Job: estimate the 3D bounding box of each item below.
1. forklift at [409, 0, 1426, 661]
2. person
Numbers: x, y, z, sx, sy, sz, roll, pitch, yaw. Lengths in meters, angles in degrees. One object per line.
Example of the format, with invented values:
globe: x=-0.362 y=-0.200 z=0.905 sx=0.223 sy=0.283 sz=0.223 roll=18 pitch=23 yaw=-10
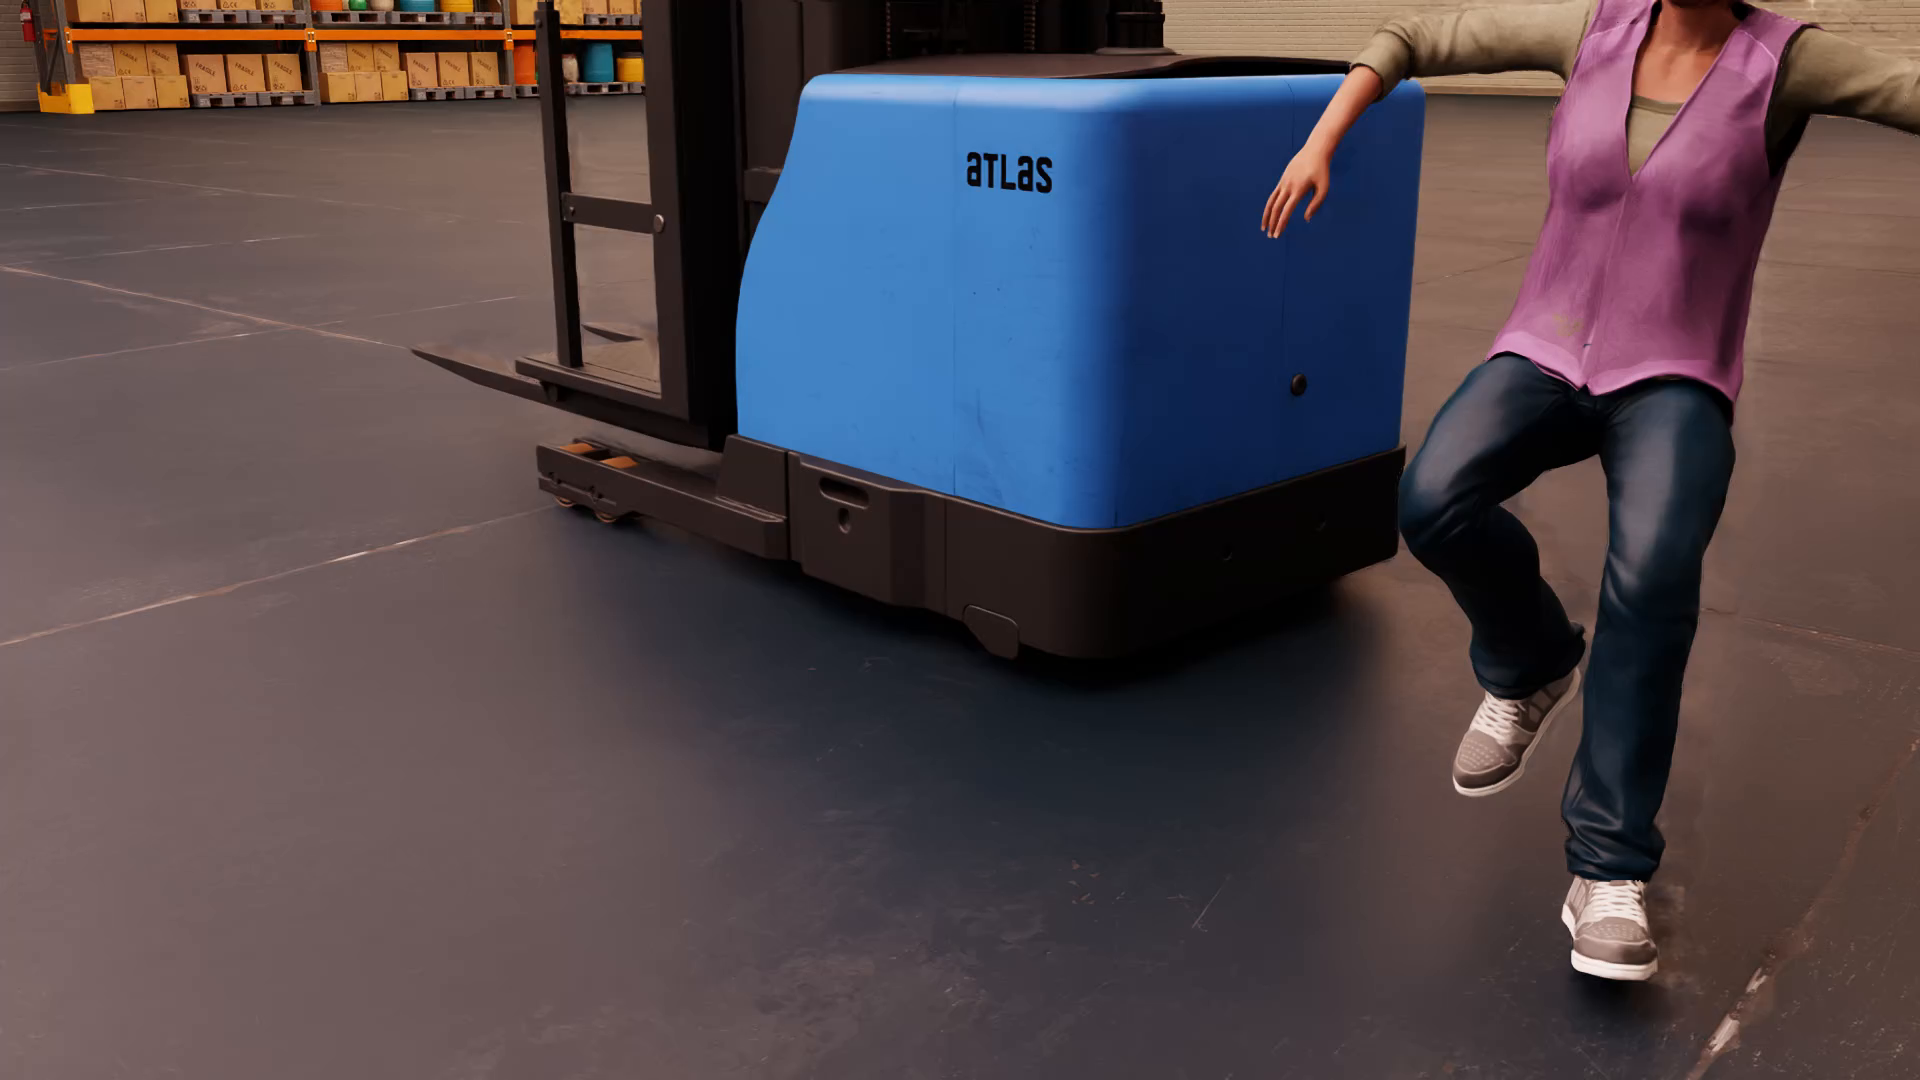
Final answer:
forklift: x=-0.422 y=-1.531 z=3.939 sx=1.130 sy=2.935 sz=3.031 roll=-15 pitch=23 yaw=-41
person: x=0.847 y=-0.208 z=2.207 sx=0.998 sy=1.393 sz=0.757 roll=11 pitch=20 yaw=32
